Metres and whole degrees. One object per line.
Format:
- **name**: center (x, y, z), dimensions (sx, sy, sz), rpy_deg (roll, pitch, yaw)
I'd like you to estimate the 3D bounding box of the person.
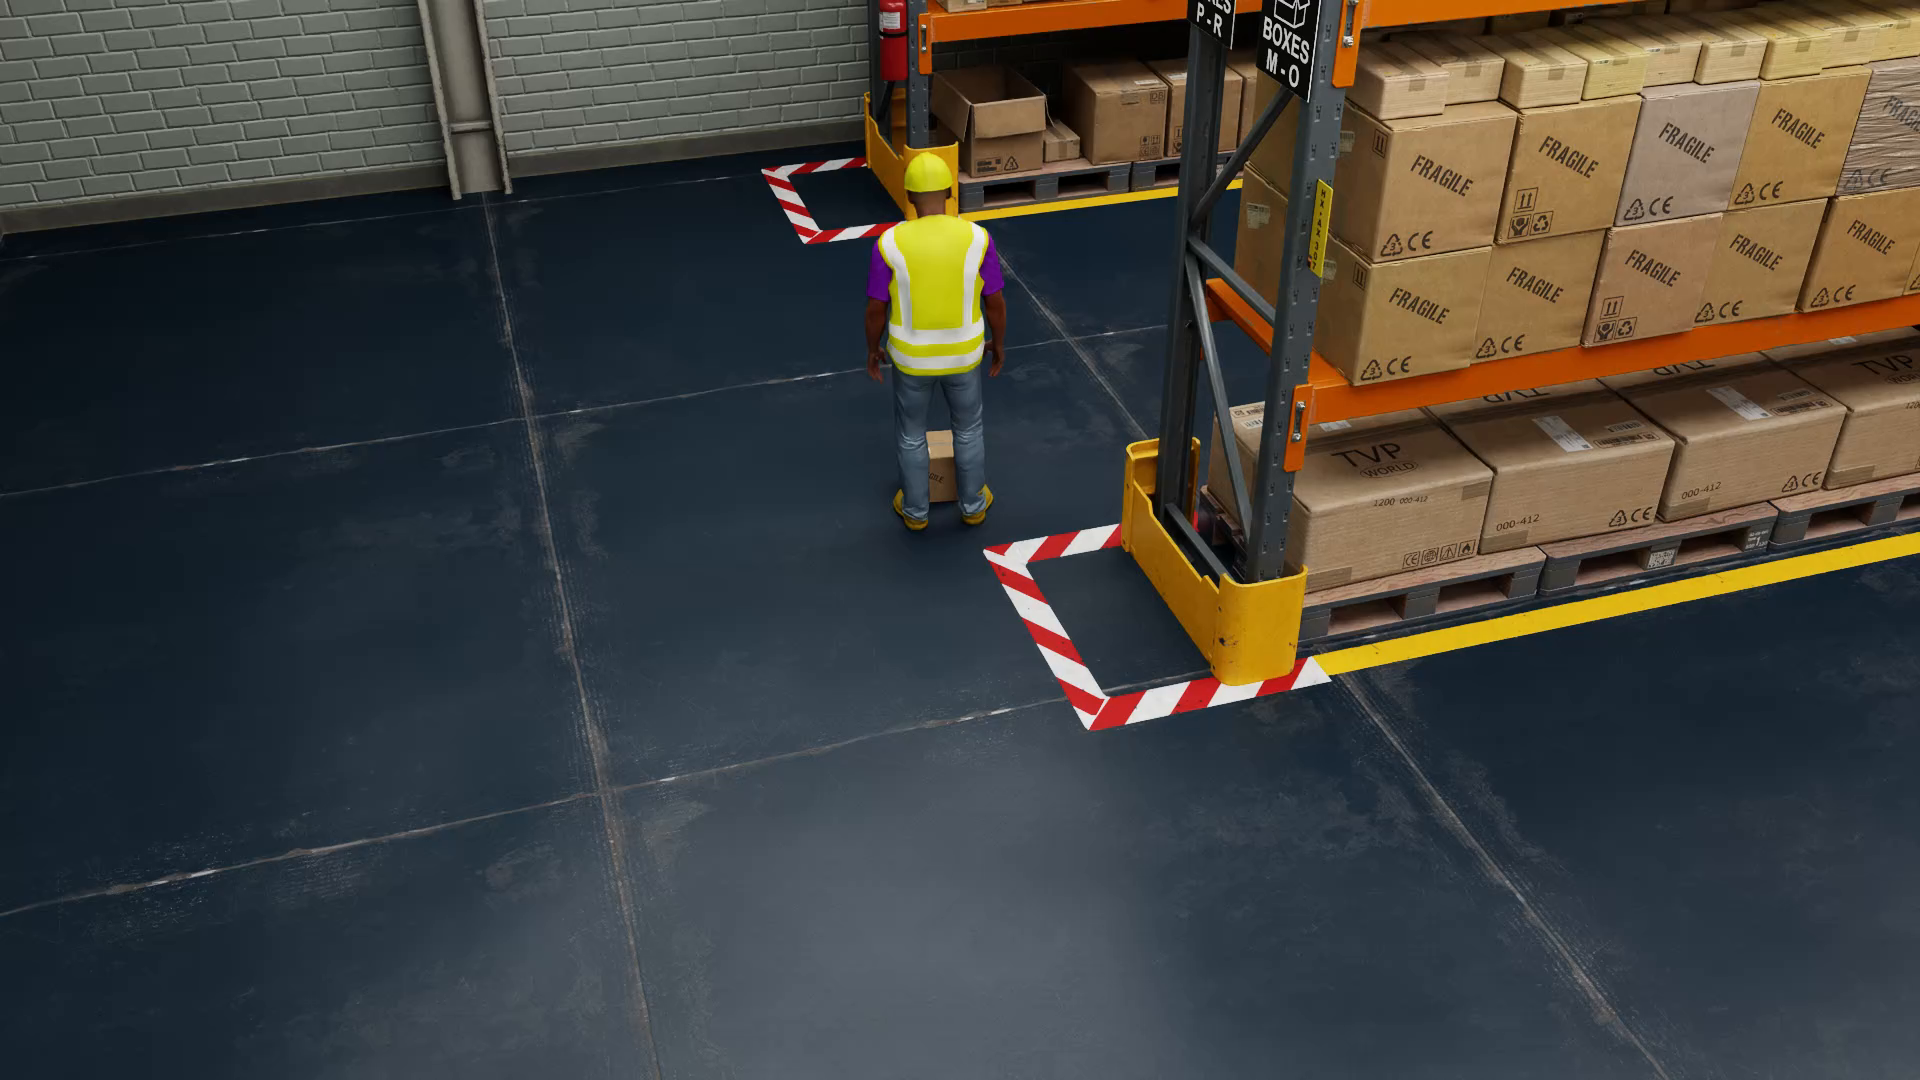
- **person**: center (-0.106, -0.850, 7.403), dimensions (0.626, 1.756, 0.461), rpy_deg (-4, 34, -6)
